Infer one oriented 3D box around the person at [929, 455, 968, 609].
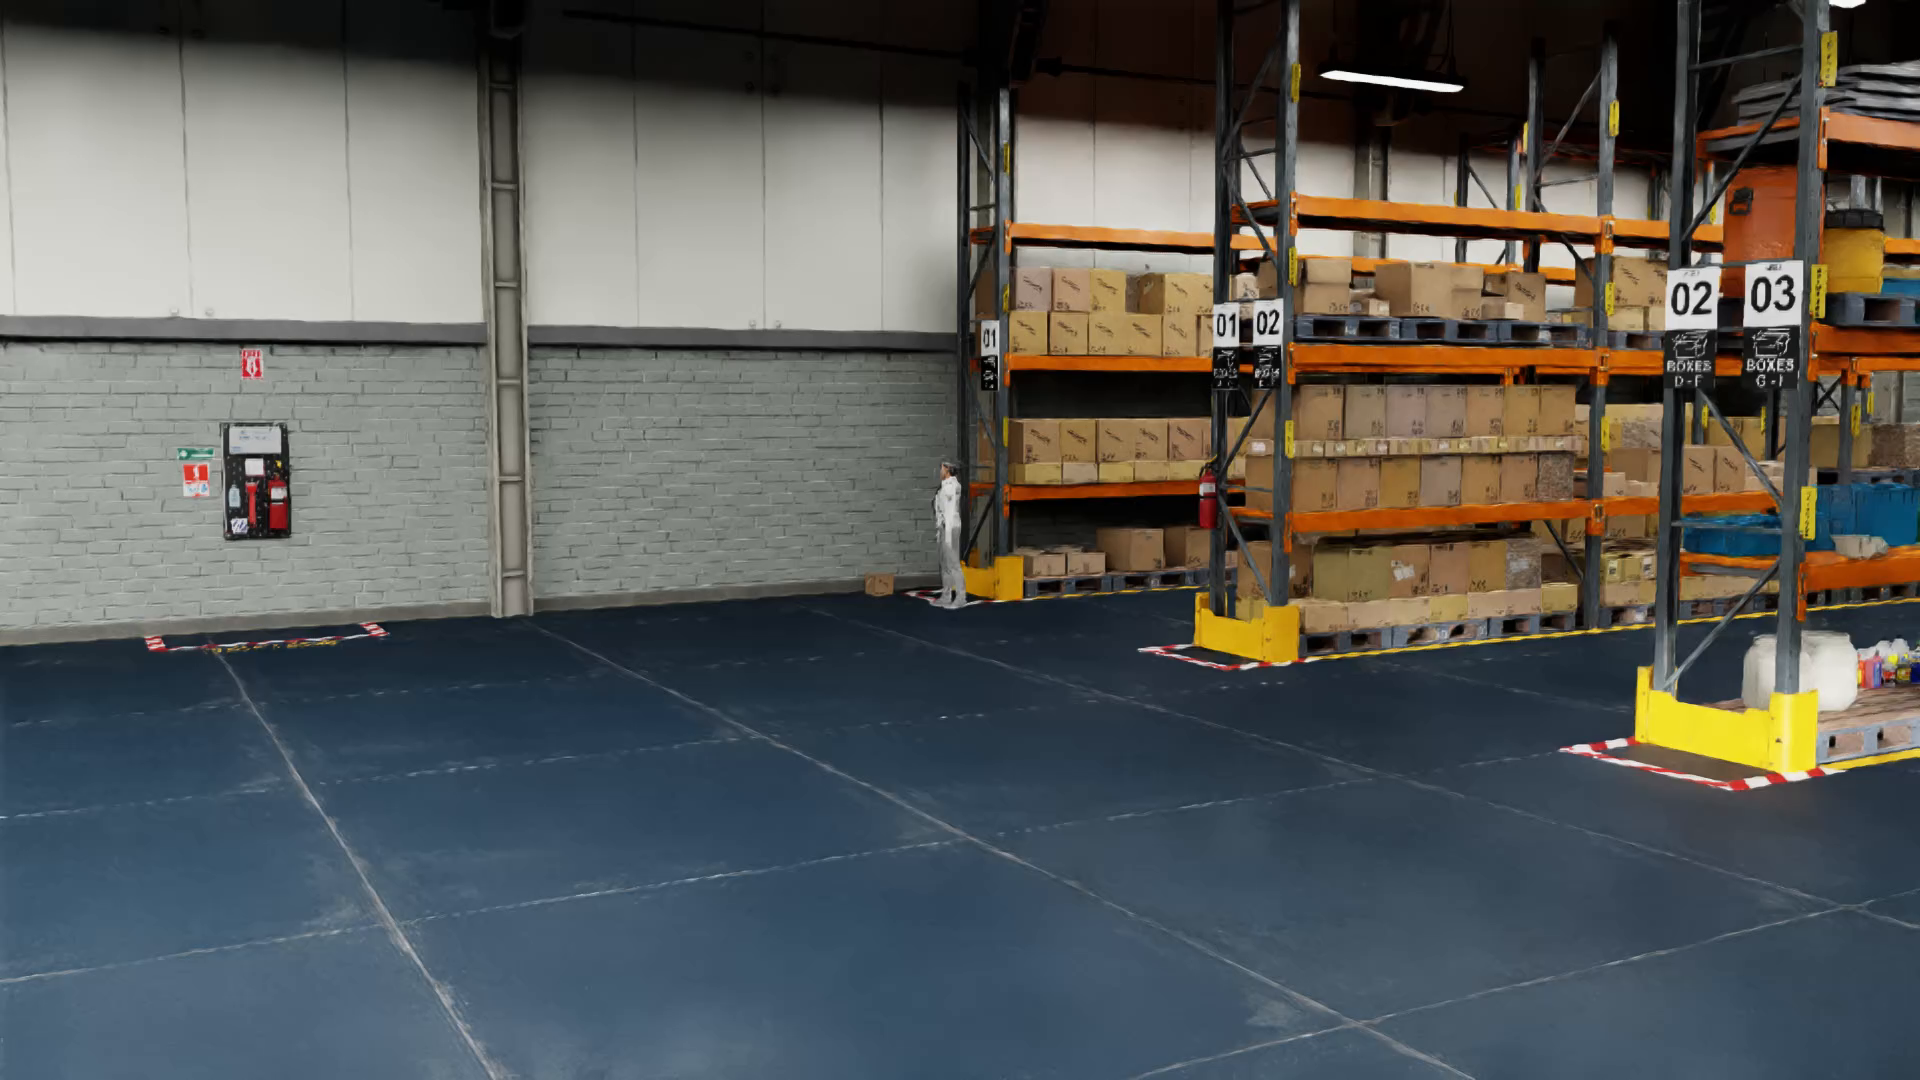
[{"bbox_3d":[-0.135,-0.090,18.289,0.449,1.688,0.534,0,5,4],"label":"person"}]
